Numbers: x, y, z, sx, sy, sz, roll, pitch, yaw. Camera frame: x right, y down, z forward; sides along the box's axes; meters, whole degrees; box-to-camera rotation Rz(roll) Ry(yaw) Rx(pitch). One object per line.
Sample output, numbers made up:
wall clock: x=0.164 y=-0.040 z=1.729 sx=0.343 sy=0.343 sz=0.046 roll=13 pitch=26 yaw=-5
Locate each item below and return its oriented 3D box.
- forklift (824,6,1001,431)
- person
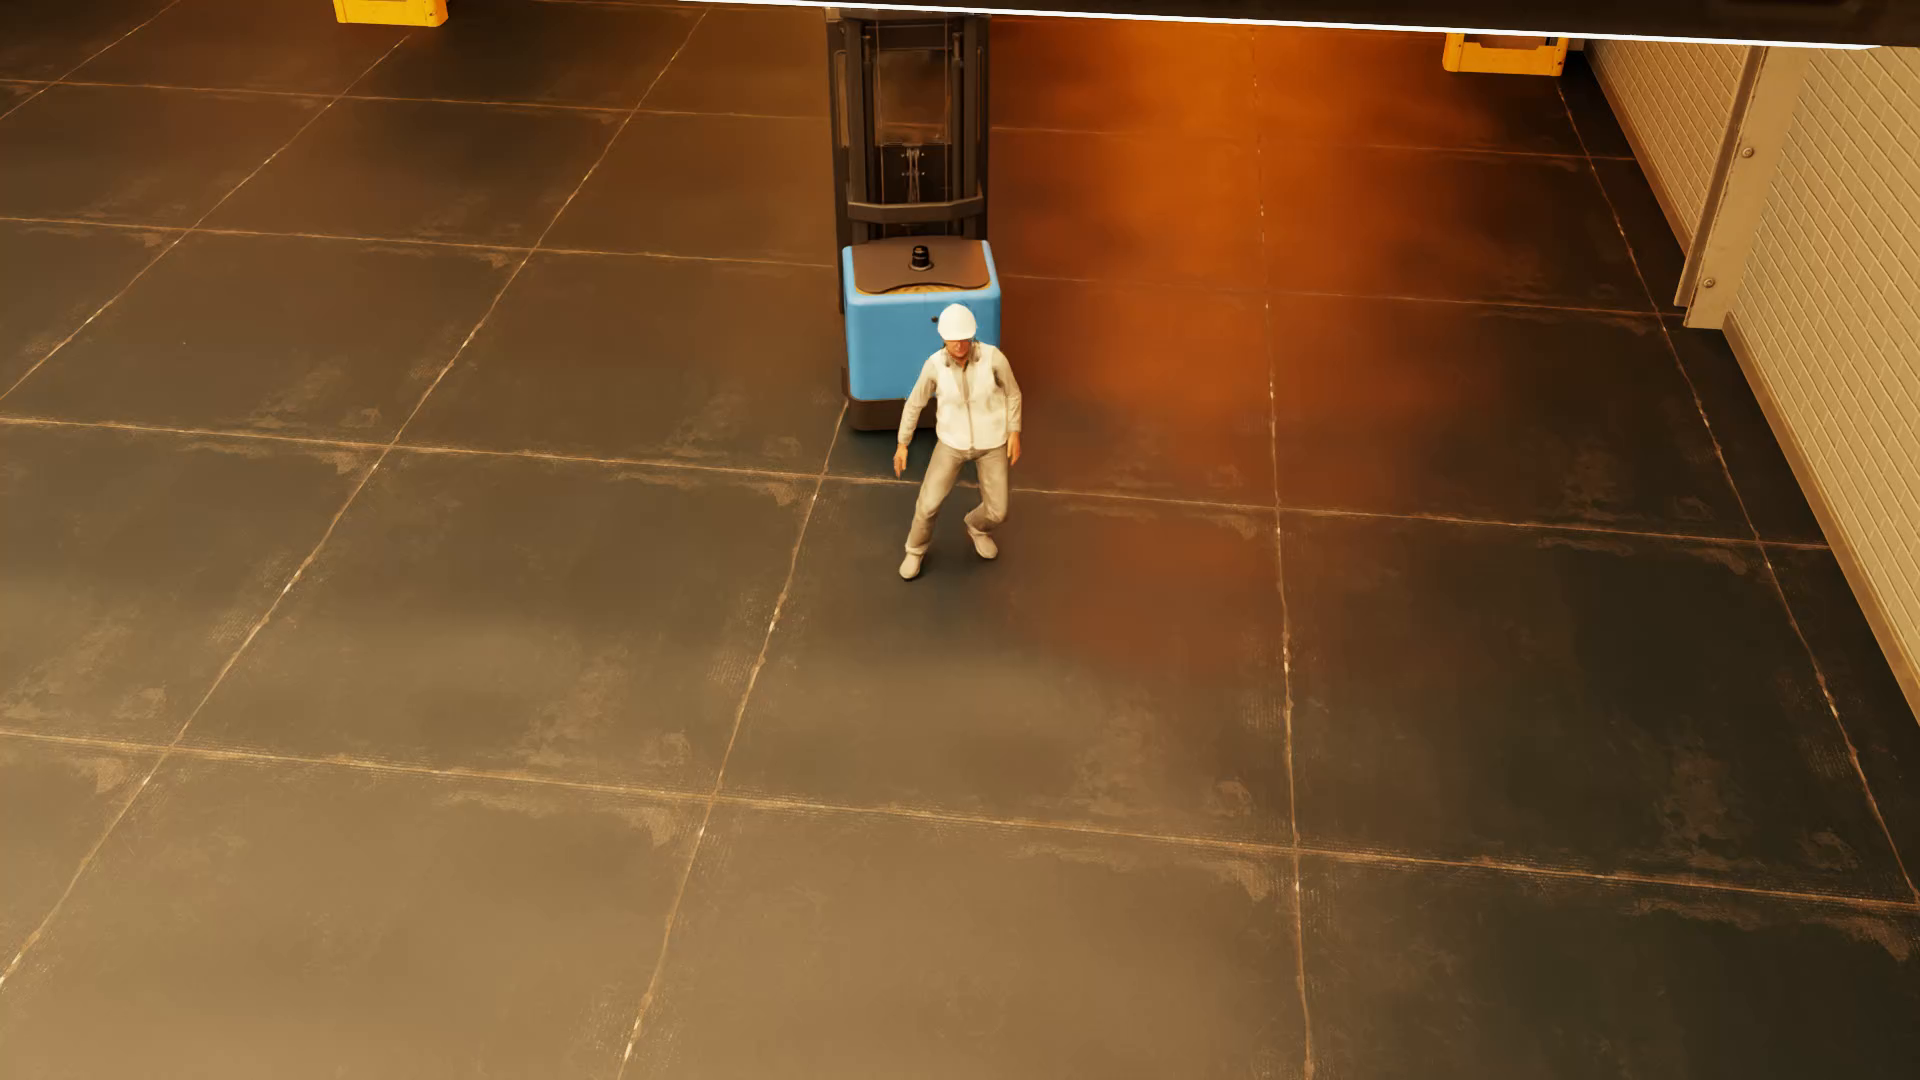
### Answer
forklift: x=-0.370 y=-2.788 z=11.813 sx=1.130 sy=2.935 sz=3.031 roll=-3 pitch=37 yaw=-4
person: x=-0.011 y=-0.582 z=9.872 sx=0.755 sy=1.688 sz=0.573 roll=1 pitch=36 yaw=2
